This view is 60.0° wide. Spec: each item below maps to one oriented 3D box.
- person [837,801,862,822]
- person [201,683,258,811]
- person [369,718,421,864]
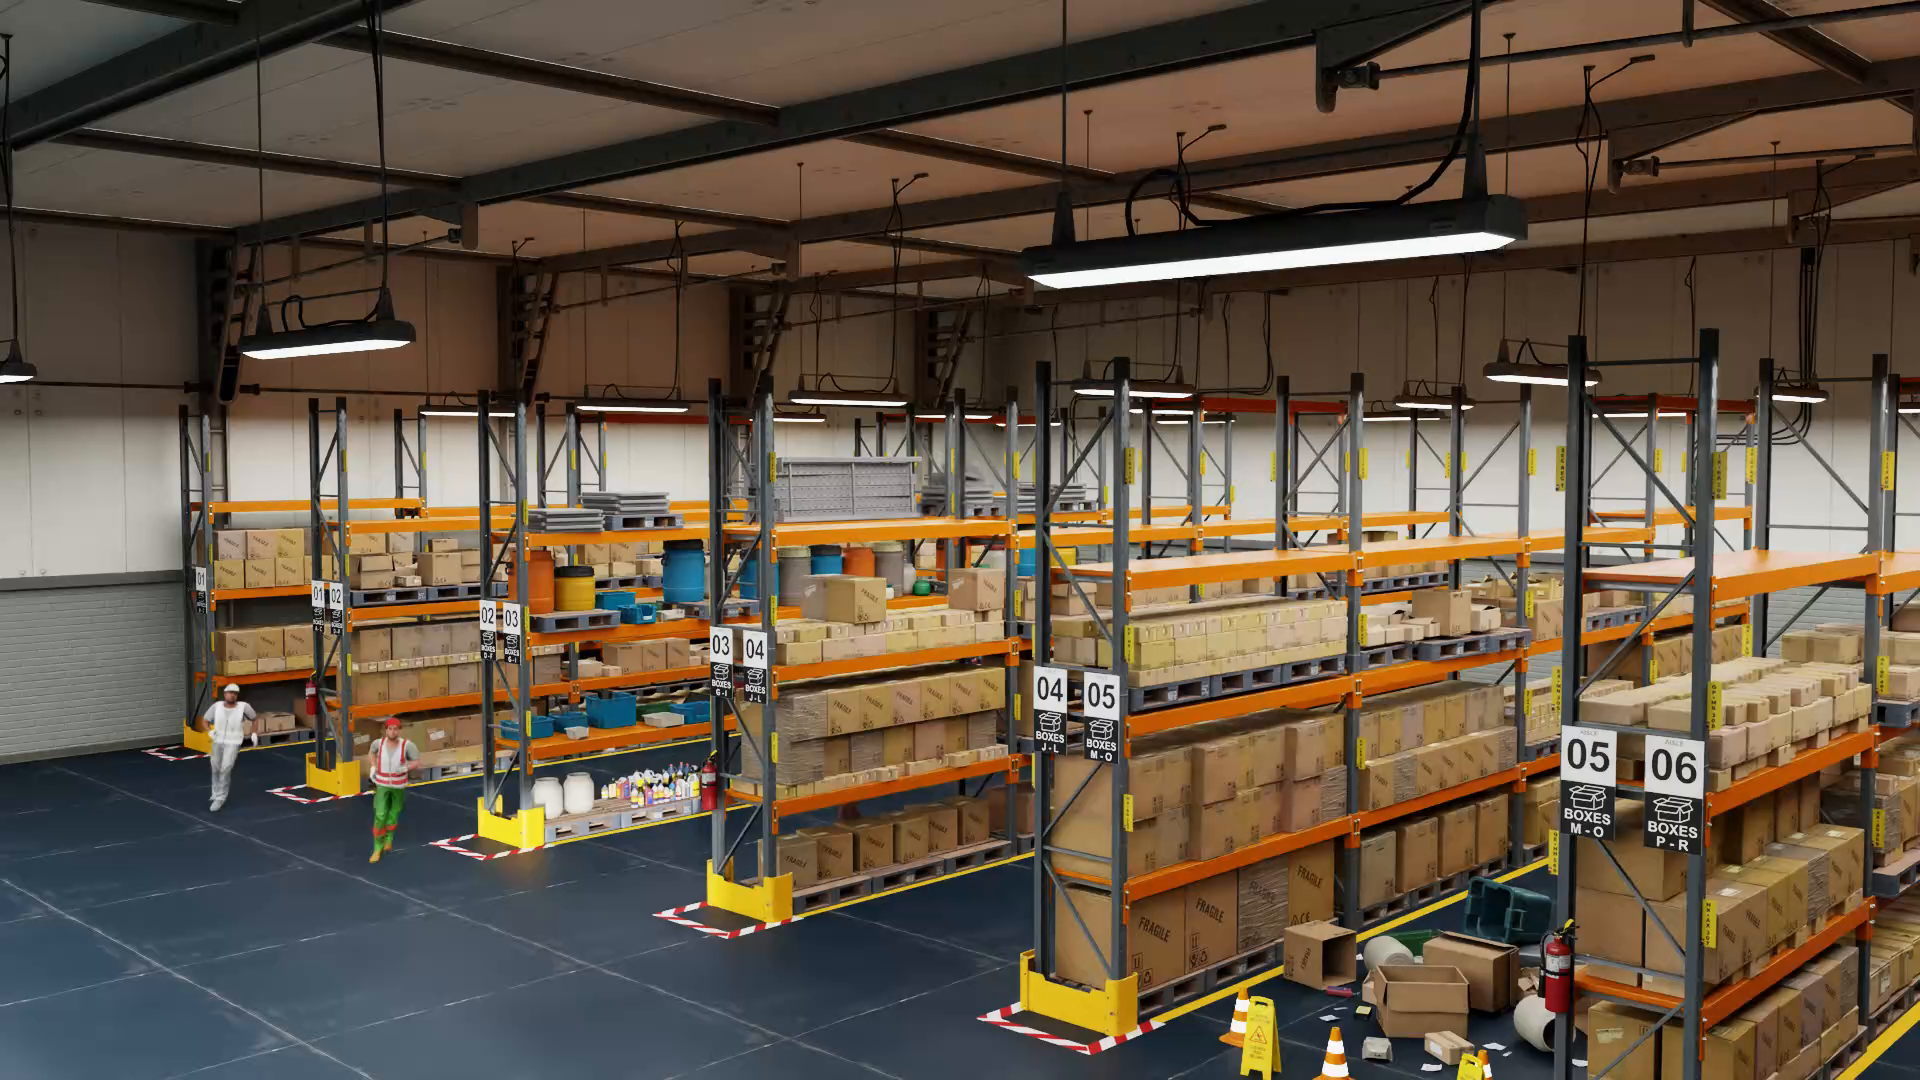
[{"bbox_3d":[-1.524,3.154,22.273,0.524,1.713,0.804,2,4,34],"label":"person"},{"bbox_3d":[-10.673,2.984,24.244,0.749,1.777,0.866,0,3,-9],"label":"person"},{"bbox_3d":[-7.211,3.168,21.228,0.644,1.841,0.776,-1,3,-15],"label":"person"}]
